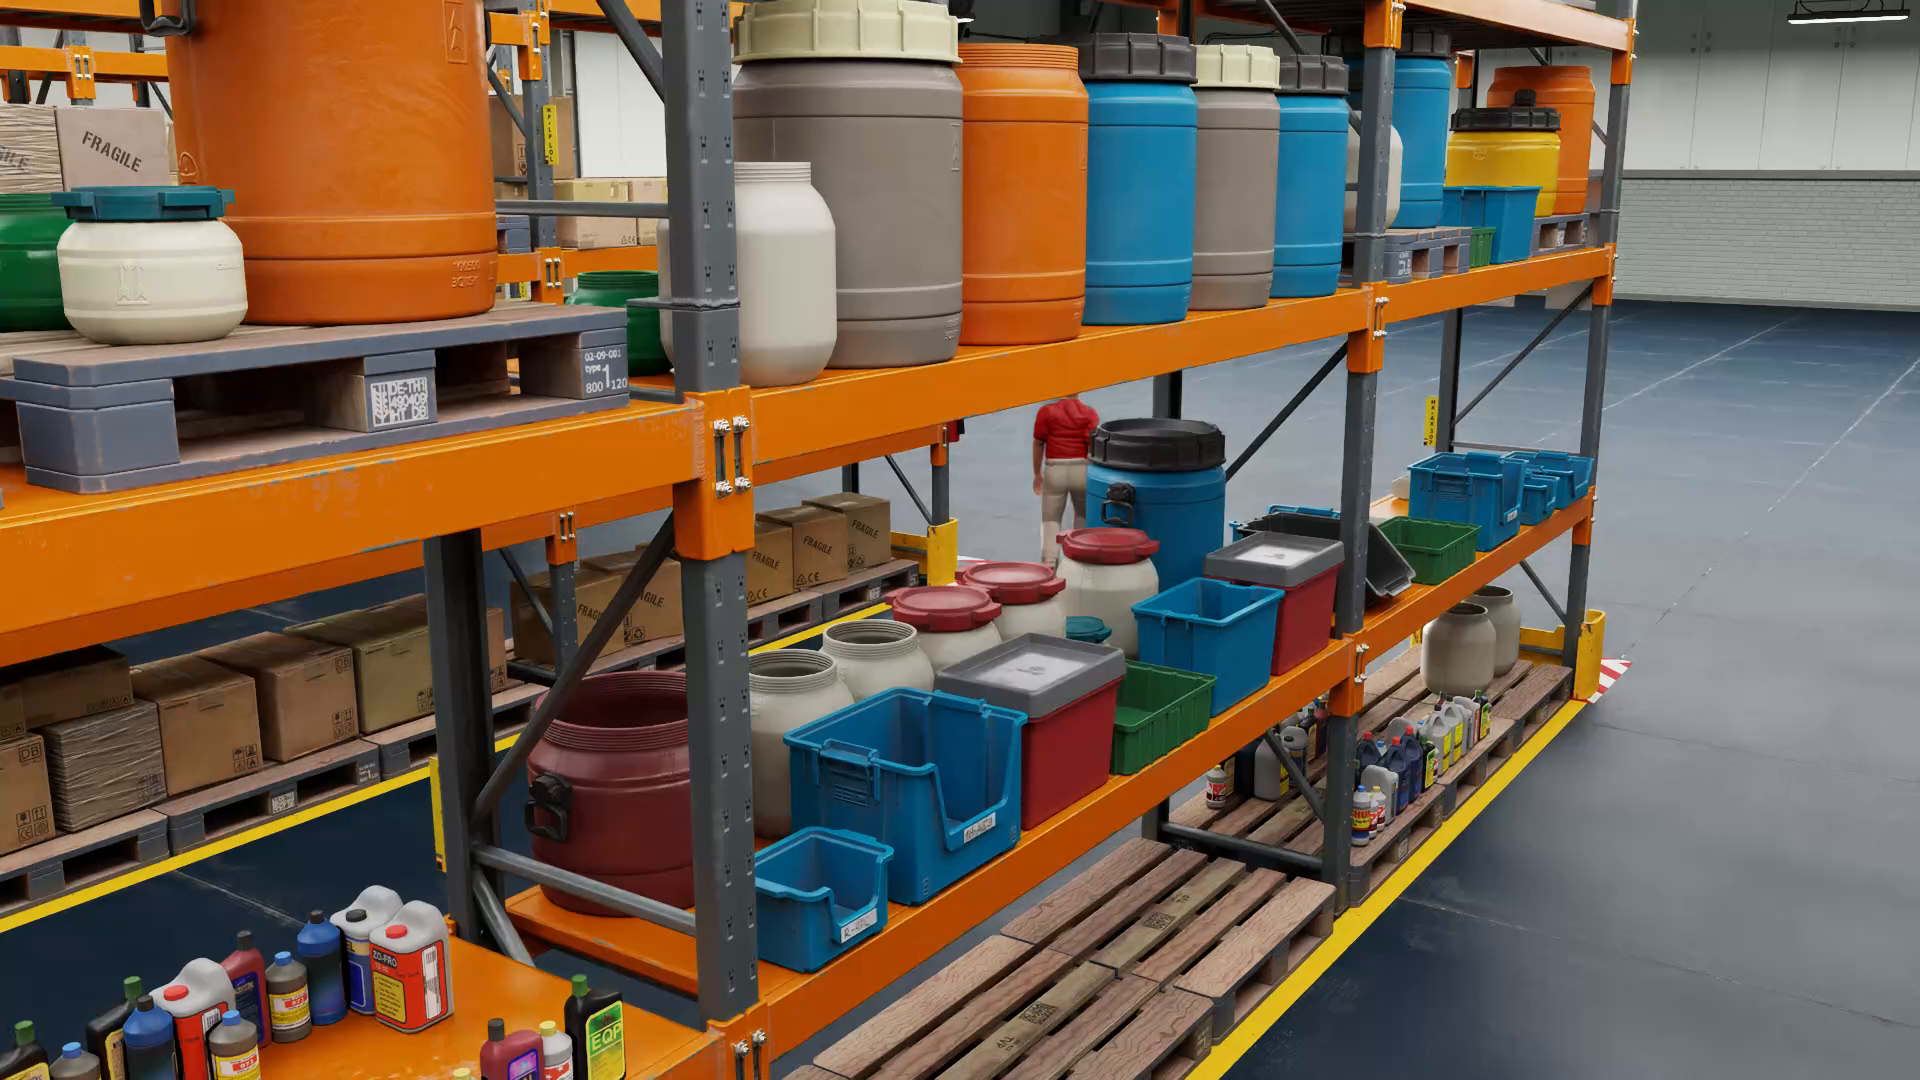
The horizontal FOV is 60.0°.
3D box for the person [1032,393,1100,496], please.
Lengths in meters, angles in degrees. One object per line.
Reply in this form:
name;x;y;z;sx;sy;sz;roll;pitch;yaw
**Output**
person;0.849;-0.816;13.170;0.553;1.045;0.335;1;13;6
